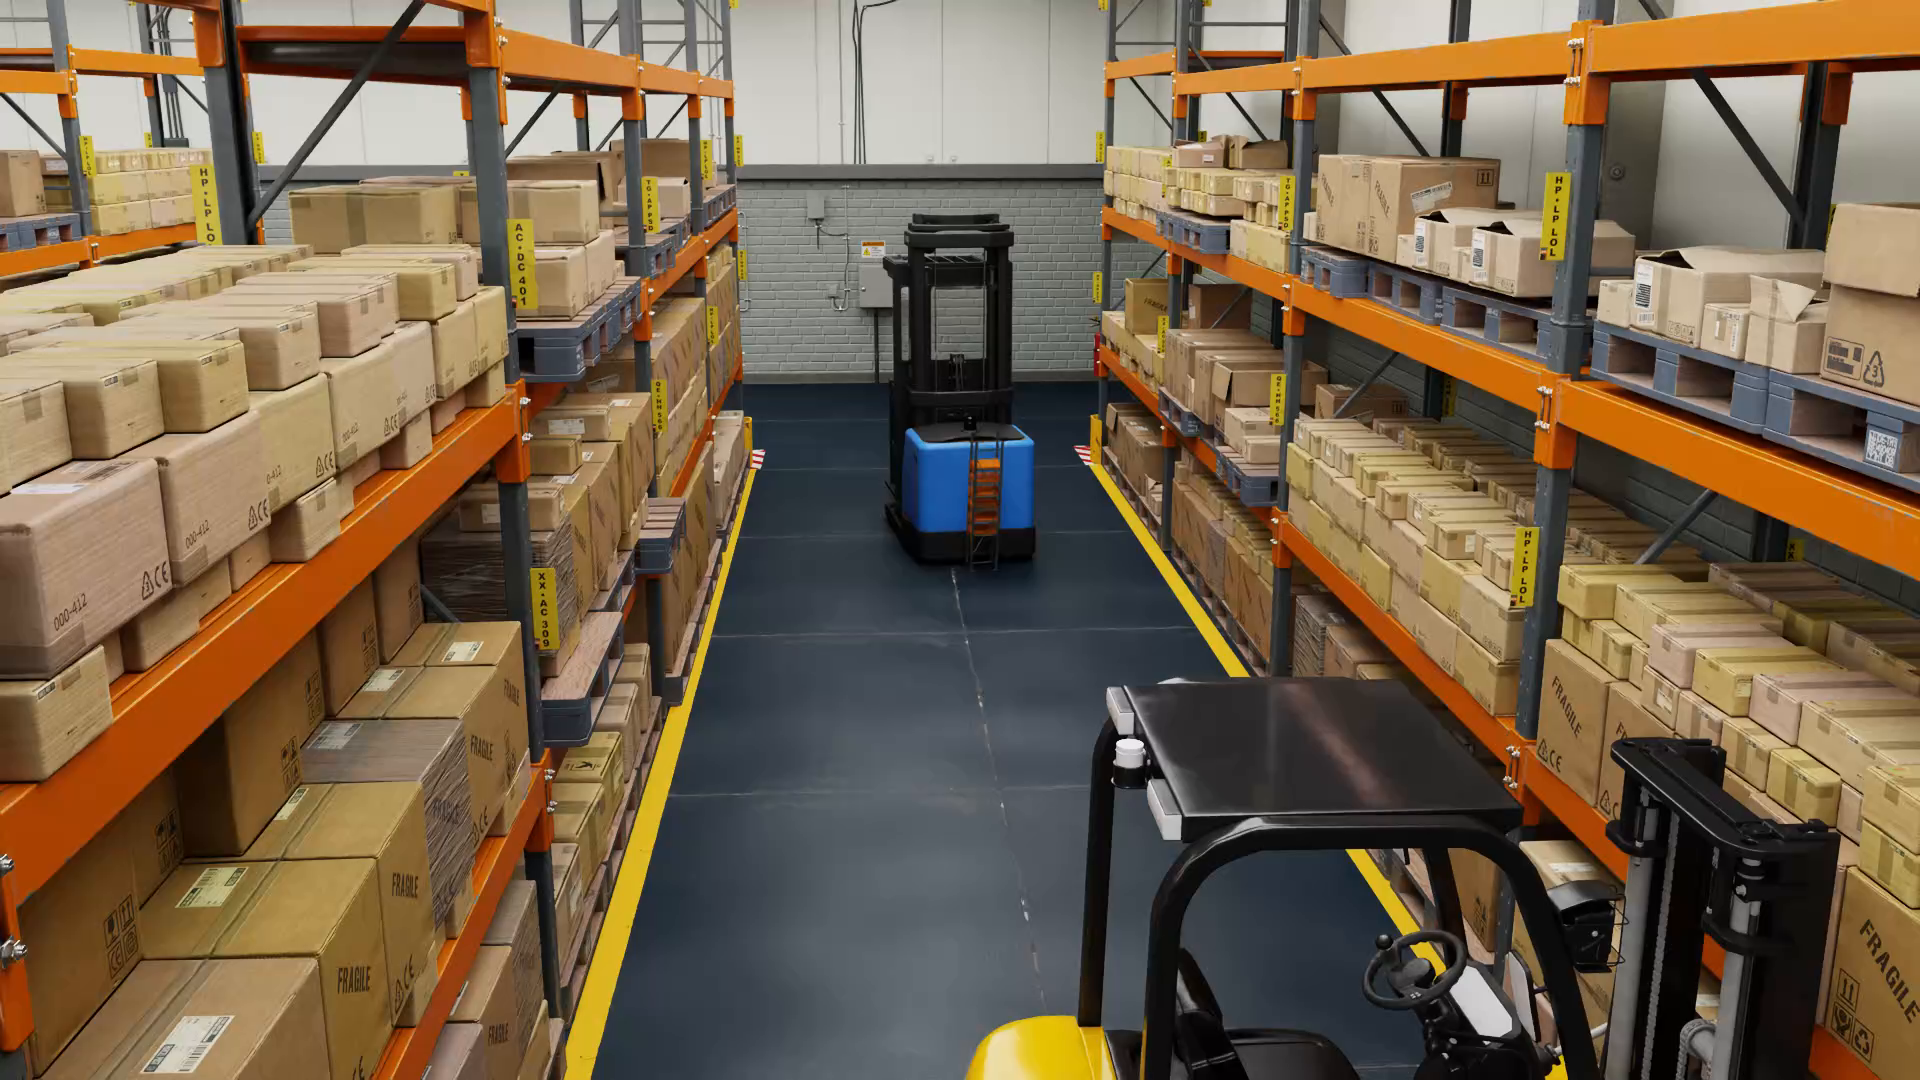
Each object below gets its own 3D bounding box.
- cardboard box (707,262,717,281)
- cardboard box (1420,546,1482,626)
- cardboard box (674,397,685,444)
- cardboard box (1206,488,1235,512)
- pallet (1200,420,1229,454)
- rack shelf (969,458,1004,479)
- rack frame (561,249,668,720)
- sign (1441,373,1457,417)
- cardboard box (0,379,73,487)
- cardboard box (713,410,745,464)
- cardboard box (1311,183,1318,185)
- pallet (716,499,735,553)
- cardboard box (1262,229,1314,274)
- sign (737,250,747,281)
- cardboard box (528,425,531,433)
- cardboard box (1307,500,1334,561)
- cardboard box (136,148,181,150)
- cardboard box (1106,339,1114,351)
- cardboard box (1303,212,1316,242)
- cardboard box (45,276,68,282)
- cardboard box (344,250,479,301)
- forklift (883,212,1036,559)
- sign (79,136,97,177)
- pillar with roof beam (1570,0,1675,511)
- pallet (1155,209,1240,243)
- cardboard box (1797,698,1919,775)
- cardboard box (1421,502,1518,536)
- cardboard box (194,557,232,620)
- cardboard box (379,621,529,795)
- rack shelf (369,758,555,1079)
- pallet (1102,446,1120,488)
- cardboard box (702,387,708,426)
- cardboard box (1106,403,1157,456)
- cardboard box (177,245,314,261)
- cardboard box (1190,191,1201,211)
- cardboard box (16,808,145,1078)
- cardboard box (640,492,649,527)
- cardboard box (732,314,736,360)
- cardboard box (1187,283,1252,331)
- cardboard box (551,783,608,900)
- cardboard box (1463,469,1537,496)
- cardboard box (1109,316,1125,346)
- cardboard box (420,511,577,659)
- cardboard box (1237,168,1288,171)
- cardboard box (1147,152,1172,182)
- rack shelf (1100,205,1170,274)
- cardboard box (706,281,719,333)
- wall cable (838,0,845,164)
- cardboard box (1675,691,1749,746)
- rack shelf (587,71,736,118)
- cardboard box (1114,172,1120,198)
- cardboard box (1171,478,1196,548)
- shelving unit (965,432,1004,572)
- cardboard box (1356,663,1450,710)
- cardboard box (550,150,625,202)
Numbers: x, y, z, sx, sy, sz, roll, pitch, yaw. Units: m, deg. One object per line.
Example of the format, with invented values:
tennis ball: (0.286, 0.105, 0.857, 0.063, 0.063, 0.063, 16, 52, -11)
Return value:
cardboard box: (-2.442, -2.477, 15.347, 0.380, 0.149, 0.250, -1, 14, -5)
cardboard box: (2.475, 0.205, 7.732, 0.500, 0.250, 0.500, -1, 14, -5)
cardboard box: (-2.237, -0.849, 11.827, 0.500, 0.250, 0.500, -1, 14, -4)
cardboard box: (2.191, -0.321, 13.349, 0.380, 0.149, 0.250, -1, 14, -4)
pallet: (2.427, -0.765, 12.589, 1.003, 0.211, 1.213, -1, 14, -3)
rack shelf: (0.218, -0.601, 13.907, 0.258, 0.103, 0.180, -3, 26, -11)
rack frame: (-2.402, -0.297, 10.384, 1.000, 3.000, 0.127, -1, 14, -3)
sign: (3.105, -0.945, 10.578, 0.100, 0.325, 0.005, -1, 14, -3)
cardboard box: (-1.756, -0.178, 2.808, 0.380, 0.149, 0.250, -1, 14, -4)
cardboard box: (-2.757, -1.086, 17.752, 0.875, 0.438, 0.875, -1, 14, -5)
cardboard box: (2.324, -2.240, 10.819, 0.380, 0.149, 0.250, -1, 14, -5)
pallet: (-2.619, -0.132, 15.338, 1.003, 0.211, 1.213, -1, 14, -3)
cardboard box: (2.278, -1.878, 10.812, 0.500, 0.250, 0.500, -1, 14, -5)
sign: (-2.355, -2.967, 17.962, 0.100, 0.325, 0.005, -1, 14, -3)
cardboard box: (-2.527, -0.316, 8.817, 0.500, 0.500, 0.500, -1, 14, -2)
cardboard box: (2.361, -0.063, 9.774, 0.500, 0.250, 0.500, -1, 14, -5)
cardboard box: (-8.041, -3.852, 16.681, 0.380, 0.149, 0.250, 0, 14, -1)
cardboard box: (1.803, -2.156, 18.115, 0.380, 0.149, 0.250, -1, 14, -4)
cardboard box: (2.270, -1.874, 9.921, 0.380, 0.166, 0.250, -1, 14, -4)
cardboard box: (-7.369, -1.983, 14.133, 0.500, 0.500, 0.500, -1, 14, -2)
cardboard box: (-1.824, -0.880, 5.536, 0.380, 0.149, 0.250, -1, 14, -5)
forklift: (-0.112, -1.573, 15.480, 1.130, 2.935, 3.031, -3, 15, -10)
sign: (-7.031, -3.093, 13.405, 0.100, 0.325, 0.005, -1, 14, -3)
pillar with roof beam: (-0.765, -2.903, 8.474, 9.100, 9.000, 0.400, -1, 14, -3)
pallet: (2.274, -2.568, 13.567, 1.213, 0.211, 1.003, -1, 14, -3)
cardboard box: (2.715, 0.578, 4.883, 0.380, 0.149, 0.250, -1, 14, -3)
cardboard box: (2.458, -0.079, 8.034, 0.380, 0.149, 0.250, -1, 14, -5)
cardboard box: (-1.731, 0.083, 3.393, 0.380, 0.149, 0.250, -1, 14, -4)
cardboard box: (-1.879, 0.612, 6.054, 0.500, 0.500, 0.500, -1, 14, -5)
rack shelf: (-2.031, 1.544, 4.674, 1.077, 0.370, 4.000, -1, 14, -3)
pallet: (2.111, -0.796, 17.922, 1.003, 0.211, 1.213, -1, 14, -3)
cardboard box: (-2.371, -1.111, 13.851, 0.500, 0.250, 0.500, -1, 14, -5)
cardboard box: (1.999, -1.205, 18.080, 0.797, 0.503, 0.637, -1, 15, -6)
cardboard box: (-2.461, -0.936, 5.752, 0.380, 0.149, 0.250, -1, 14, -4)
cardboard box: (1.991, -2.618, 12.845, 0.380, 0.149, 0.250, -1, 14, -4)
cardboard box: (-2.180, 0.766, 3.448, 0.700, 0.500, 0.500, -1, 14, -3)
cardboard box: (-1.998, -0.173, 9.565, 0.380, 0.149, 0.250, -1, 14, -4)
cardboard box: (-2.588, -2.094, 17.168, 0.500, 0.500, 0.500, -1, 14, -5)
cardboard box: (2.477, -2.178, 15.896, 0.500, 0.500, 0.500, -1, 14, -5)
cardboard box: (-2.237, 1.458, 7.994, 0.950, 0.372, 0.625, 0, 14, 0)
cardboard box: (2.888, -0.278, 8.807, 0.380, 0.149, 0.250, 0, 14, -2)
cardboard box: (1.847, -2.193, 17.458, 0.500, 0.250, 0.500, -1, 14, -3)
cardboard box: (-1.897, 0.181, 6.886, 0.500, 0.500, 0.500, -1, 14, -2)
cardboard box: (2.477, -2.960, 13.578, 0.380, 0.149, 0.250, -1, 14, -3)
cardboard box: (1.992, -3.383, 15.061, 0.500, 0.250, 0.500, -1, 14, -4)
rack shelf: (2.180, -2.971, 16.201, 1.077, 0.370, 4.000, -1, 14, -3)
cardboard box: (-2.463, -2.072, 15.077, 0.500, 0.500, 0.500, -1, 14, -4)
wall cable: (-2.781, -6.613, 22.893, 2.355, 3.000, 0.029, -1, 14, -3)
cardboard box: (2.574, 0.598, 5.405, 0.380, 0.149, 0.250, -1, 14, -4)
rack shelf: (-2.774, -4.152, 15.576, 1.077, 0.370, 4.000, -1, 14, -3)
cardboard box: (1.863, -3.647, 17.091, 0.500, 0.250, 0.500, -1, 14, -2)
cardboard box: (2.109, -0.238, 14.330, 0.500, 0.500, 0.500, 0, 14, -1)
shelving unit: (0.206, -0.316, 14.043, 0.258, 1.200, 0.189, -3, 26, -11)
cardboard box: (2.667, 1.057, 9.044, 0.875, 0.625, 0.625, -1, 15, -6)
cardboard box: (-2.885, -2.773, 12.943, 0.500, 0.500, 0.500, -1, 14, -4)
